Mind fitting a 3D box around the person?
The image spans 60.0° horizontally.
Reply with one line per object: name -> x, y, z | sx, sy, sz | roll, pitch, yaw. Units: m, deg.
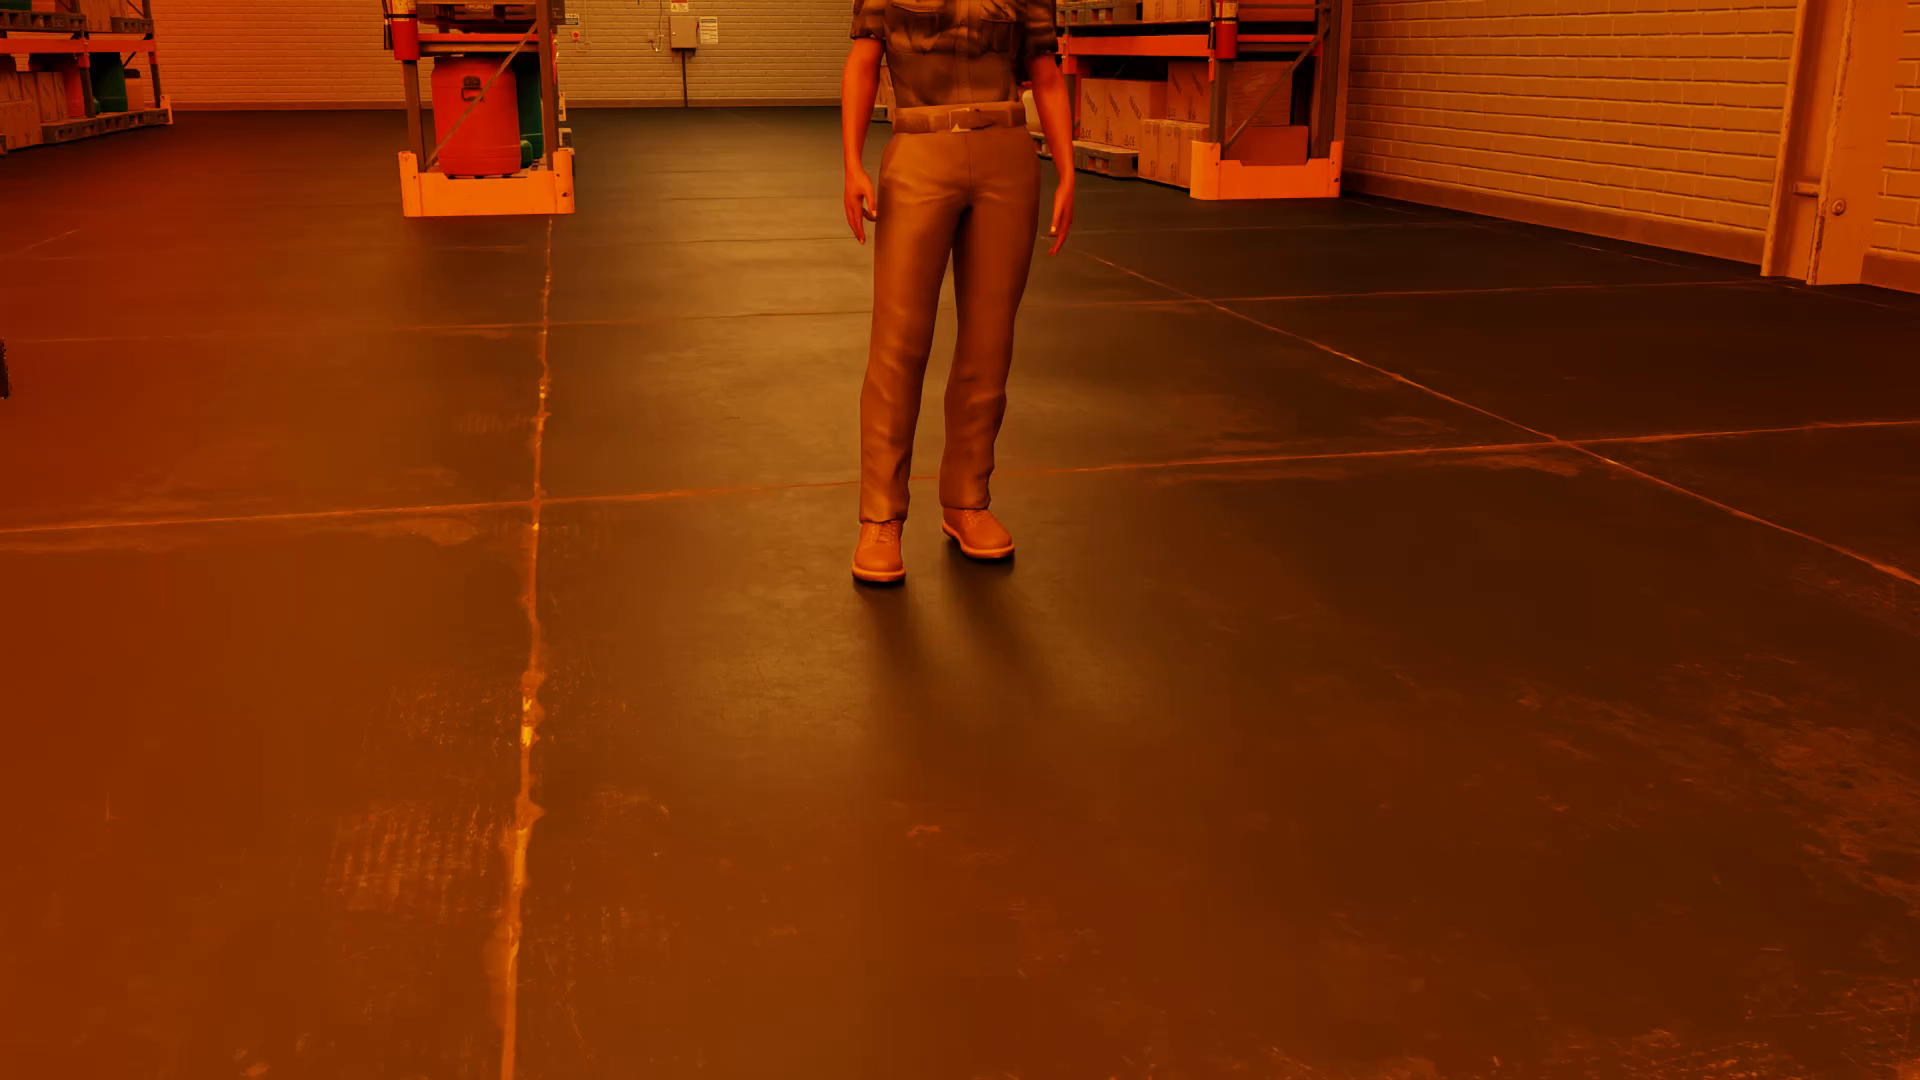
person -> 0.000, -0.774, 3.692 | 0.569, 1.654, 0.504 | -4, 17, -12

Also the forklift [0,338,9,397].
forklift -> -4.624, -1.797, 4.918 | 3.031, 2.935, 1.130 | 5, 17, 16
